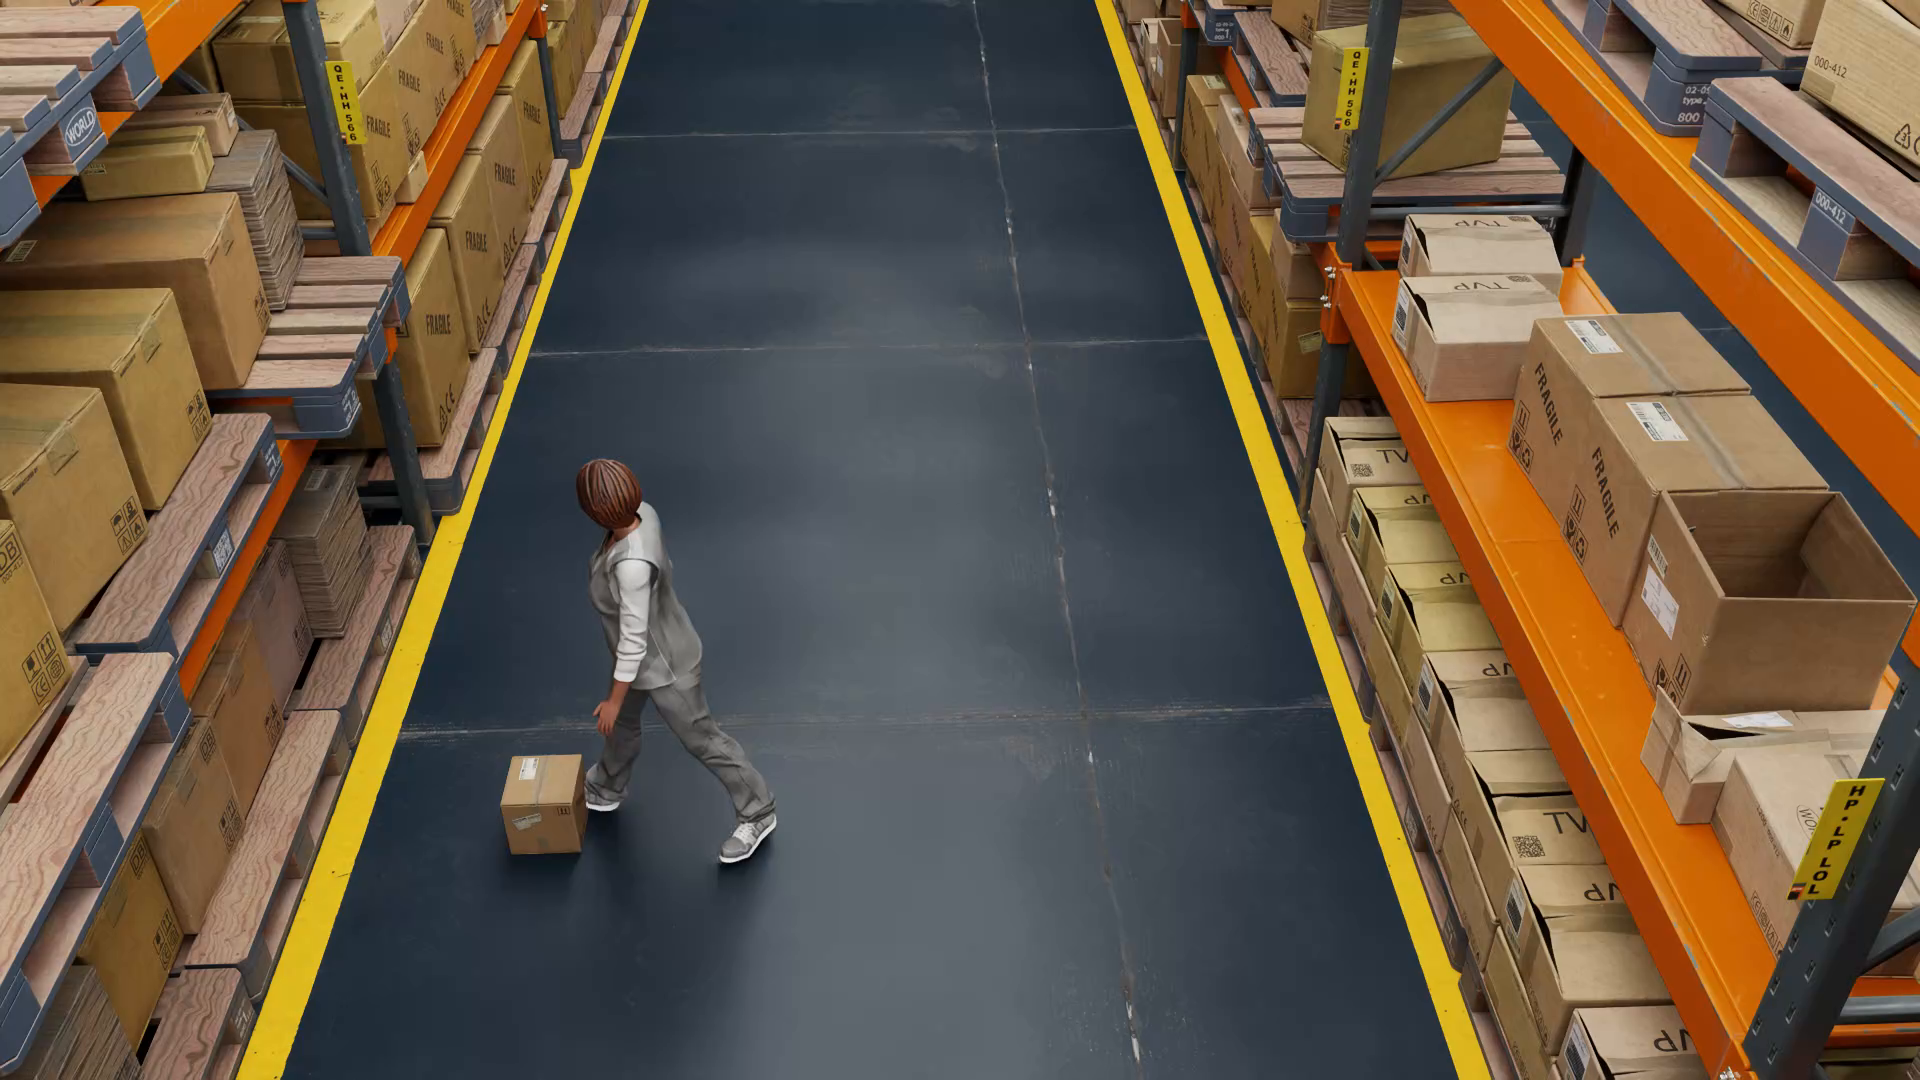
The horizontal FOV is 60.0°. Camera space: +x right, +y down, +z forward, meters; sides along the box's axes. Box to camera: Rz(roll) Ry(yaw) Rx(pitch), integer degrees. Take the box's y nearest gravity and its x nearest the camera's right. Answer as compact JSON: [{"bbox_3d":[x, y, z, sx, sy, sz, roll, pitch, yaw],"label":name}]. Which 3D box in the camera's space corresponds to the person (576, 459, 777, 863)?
[{"bbox_3d":[-1.069,0.406,5.576,0.787,1.551,0.541,-11,37,-15],"label":"person"}]
